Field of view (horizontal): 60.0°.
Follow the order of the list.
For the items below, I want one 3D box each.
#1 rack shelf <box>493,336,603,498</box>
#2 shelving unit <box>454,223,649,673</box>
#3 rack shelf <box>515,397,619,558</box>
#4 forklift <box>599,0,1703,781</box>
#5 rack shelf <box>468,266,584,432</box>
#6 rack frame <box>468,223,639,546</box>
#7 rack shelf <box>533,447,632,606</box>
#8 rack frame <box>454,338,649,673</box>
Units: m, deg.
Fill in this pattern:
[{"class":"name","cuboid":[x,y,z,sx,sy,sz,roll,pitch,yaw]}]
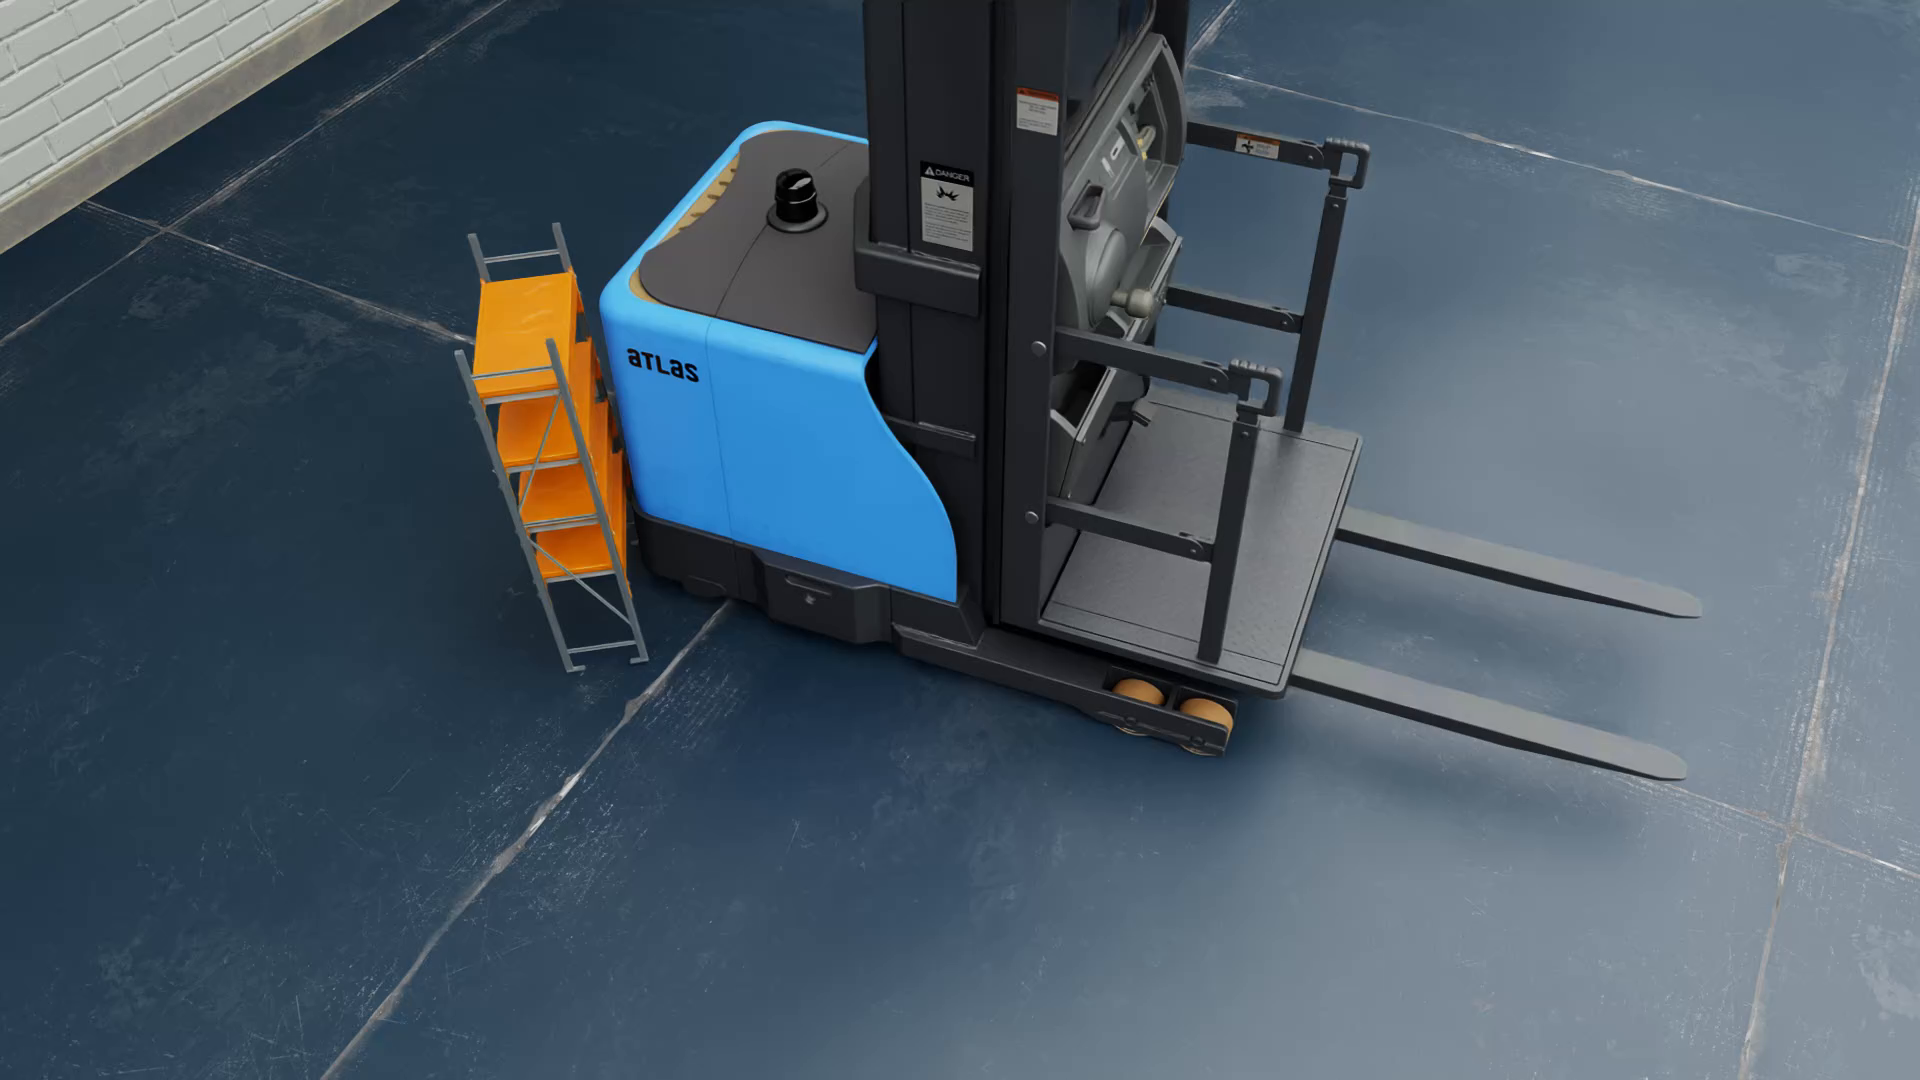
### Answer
[{"class":"rack shelf","cuboid":[-1.110,-0.332,4.505,0.258,0.148,0.480,-8,46,-3]},{"class":"shelving unit","cuboid":[-1.101,-0.223,4.616,0.258,1.200,0.503,-8,46,-3]},{"class":"rack shelf","cuboid":[-1.097,-0.176,4.665,0.258,0.148,0.480,-8,46,-3]},{"class":"forklift","cuboid":[0.594,-0.859,4.038,3.031,2.935,1.130,15,47,15]},{"class":"rack shelf","cuboid":[-1.124,-0.497,4.335,0.258,0.148,0.480,-8,46,-3]},{"class":"rack frame","cuboid":[-1.135,-0.395,4.786,0.240,1.200,0.015,-8,46,-3]},{"class":"rack shelf","cuboid":[-1.086,-0.038,4.807,0.258,0.148,0.480,-8,46,-3]},{"class":"rack frame","cuboid":[-1.067,-0.051,4.447,0.240,1.200,0.015,-8,46,-3]}]
